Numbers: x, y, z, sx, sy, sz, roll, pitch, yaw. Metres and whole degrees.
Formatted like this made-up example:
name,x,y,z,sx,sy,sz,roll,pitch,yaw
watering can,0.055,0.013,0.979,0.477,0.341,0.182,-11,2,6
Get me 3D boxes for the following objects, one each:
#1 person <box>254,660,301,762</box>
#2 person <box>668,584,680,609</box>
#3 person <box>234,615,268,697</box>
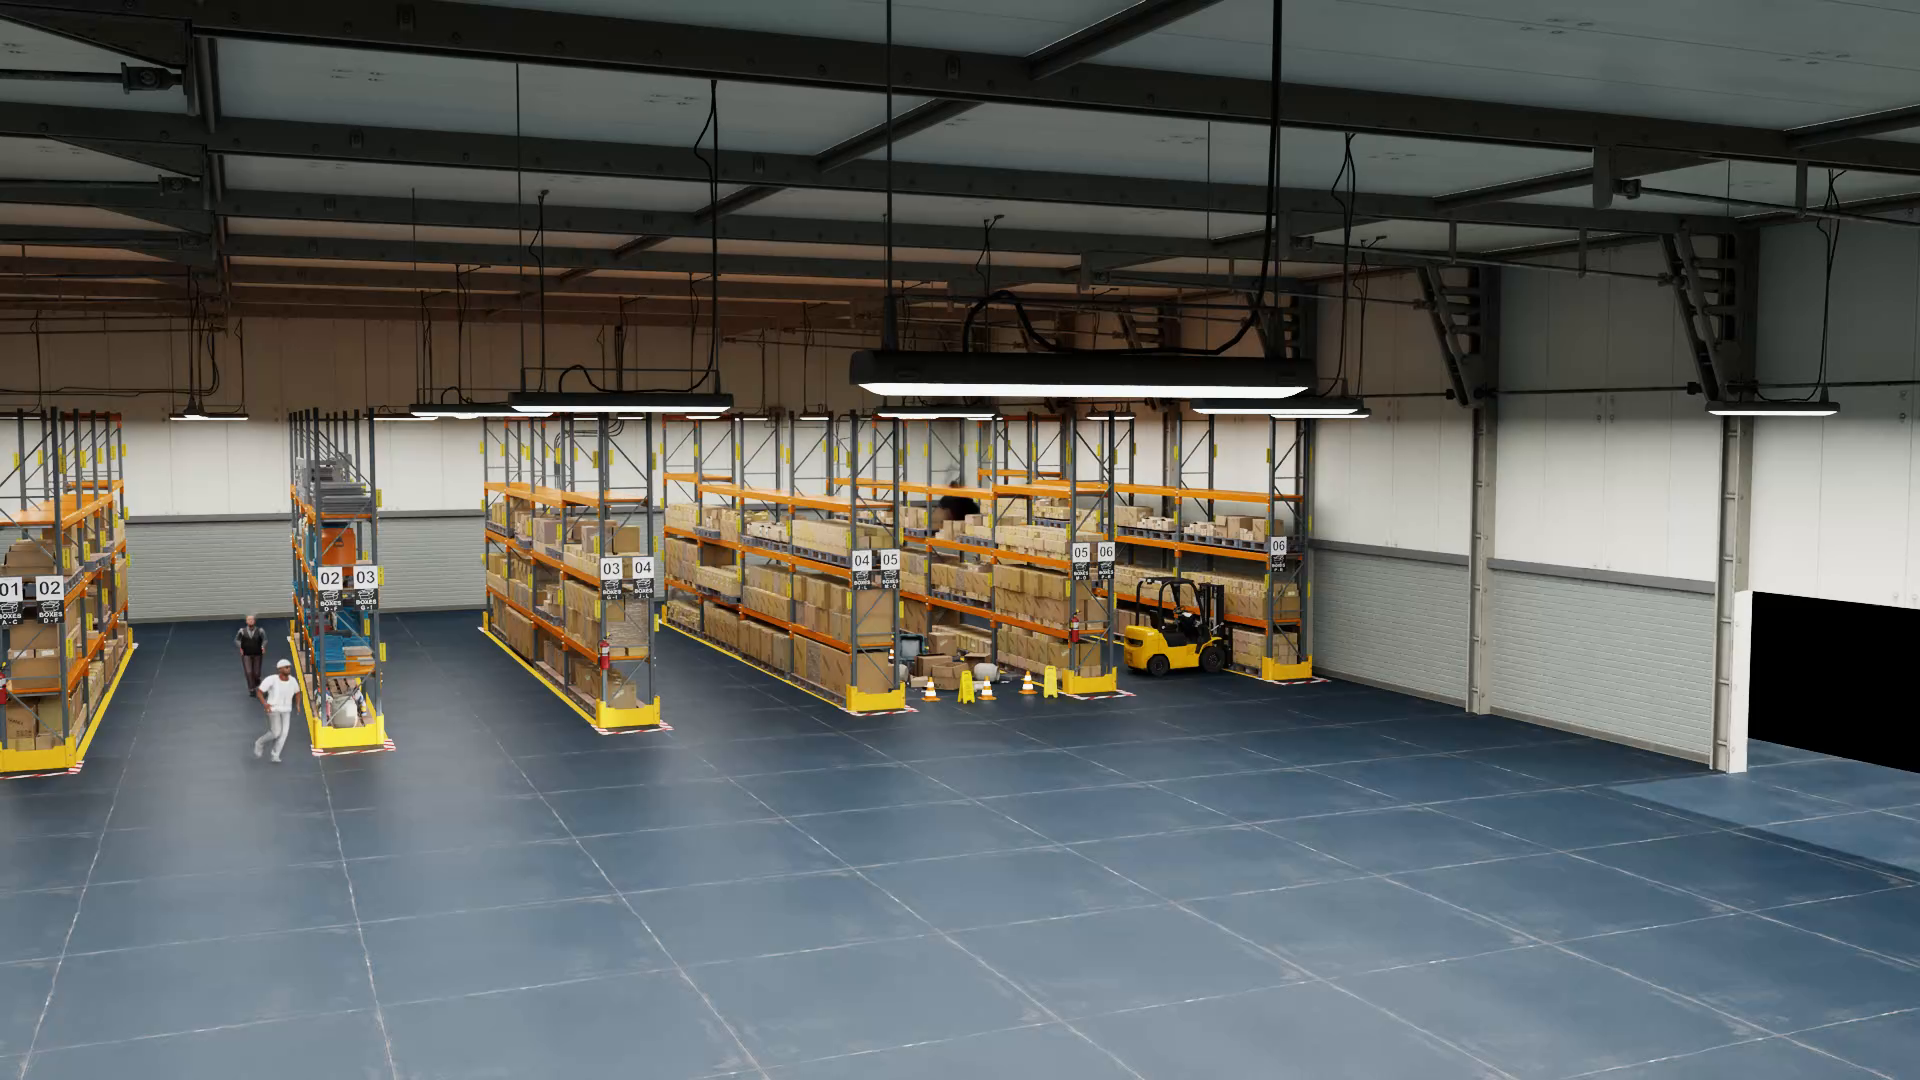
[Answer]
name,x,y,z,sx,sy,sz,roll,pitch,yaw
person,-11.584,2.886,28.327,0.599,1.713,0.753,3,5,35
person,-8.467,1.446,49.321,0.724,1.697,0.713,1,4,8
person,-14.947,2.435,35.090,0.661,1.698,0.722,-2,4,-24
